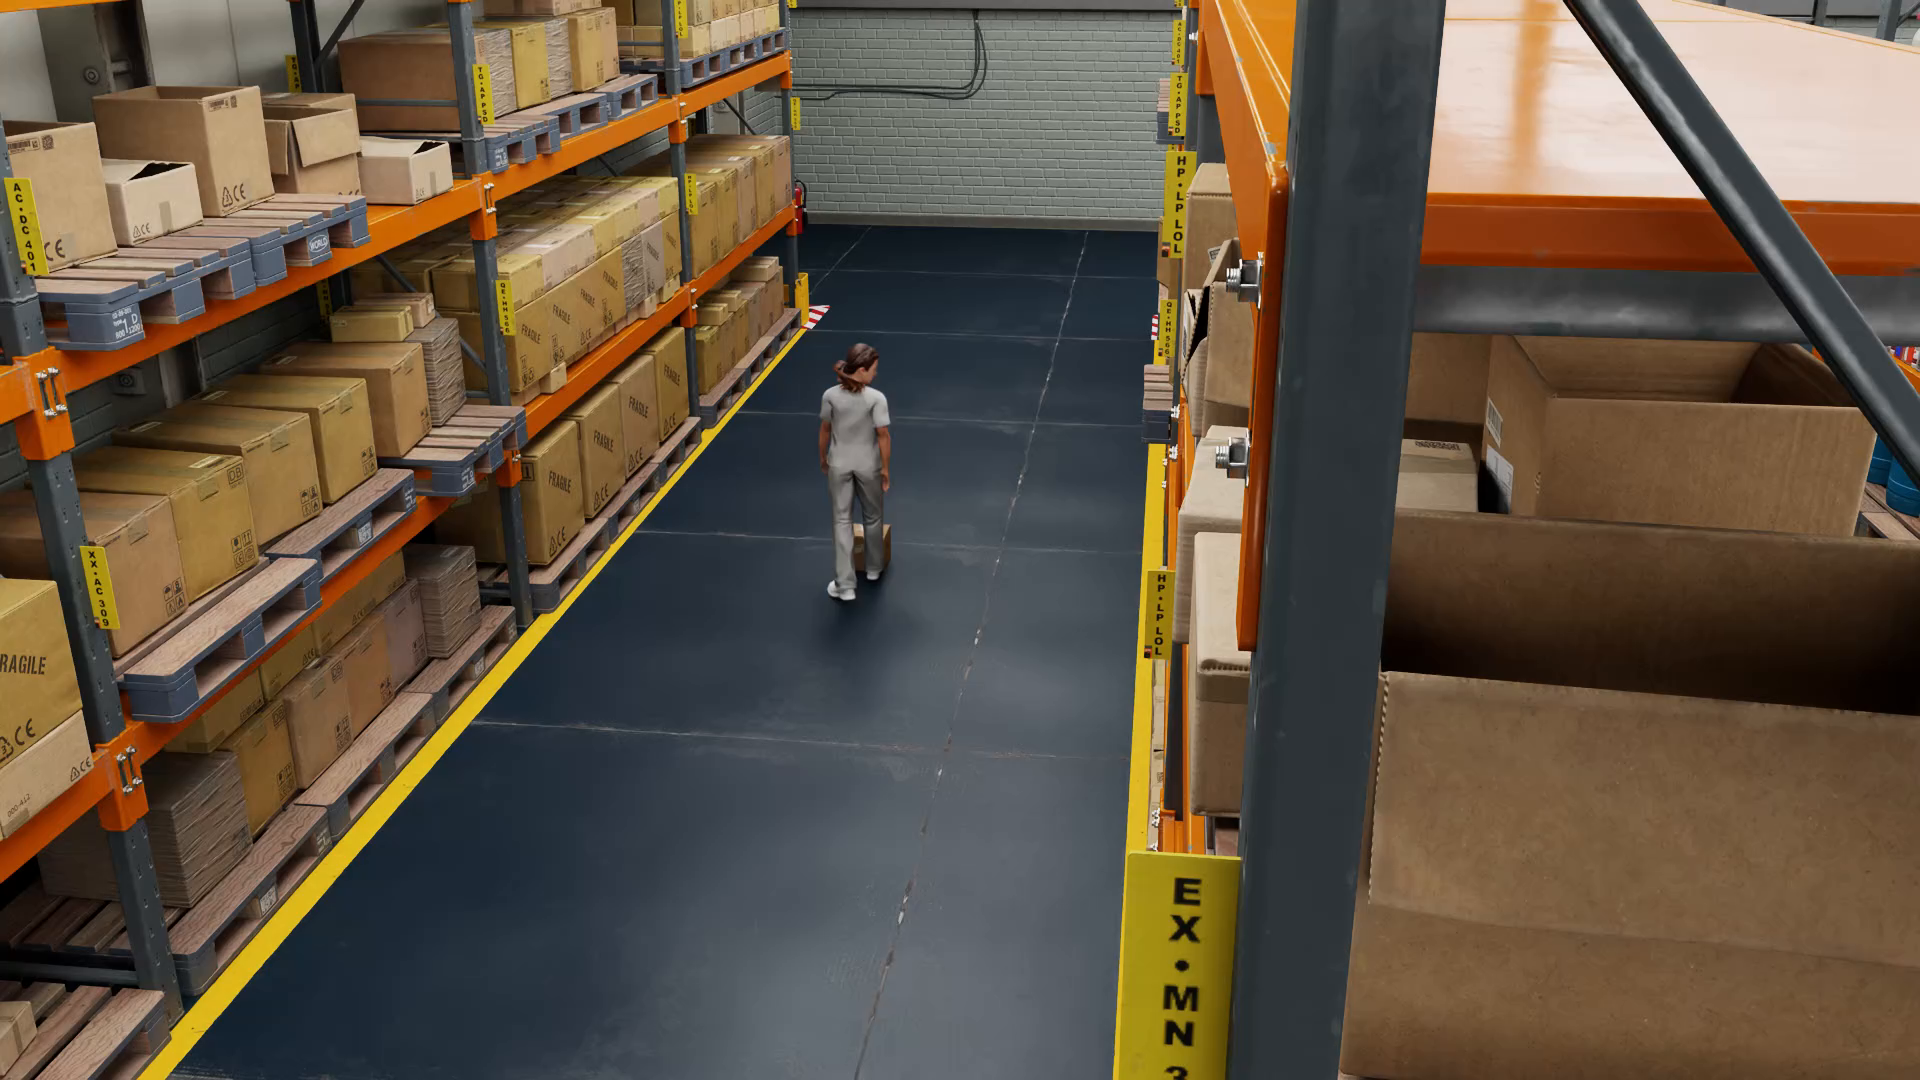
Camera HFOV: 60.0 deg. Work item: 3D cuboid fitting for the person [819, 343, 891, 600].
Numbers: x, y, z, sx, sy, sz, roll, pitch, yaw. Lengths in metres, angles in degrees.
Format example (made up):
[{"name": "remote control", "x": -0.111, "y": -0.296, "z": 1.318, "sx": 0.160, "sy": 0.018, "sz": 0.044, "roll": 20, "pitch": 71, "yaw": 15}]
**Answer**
[{"name": "person", "x": -0.676, "y": -0.474, "z": 10.769, "sx": 0.475, "sy": 1.661, "sz": 0.762, "roll": 0, "pitch": 21, "yaw": 0}]
